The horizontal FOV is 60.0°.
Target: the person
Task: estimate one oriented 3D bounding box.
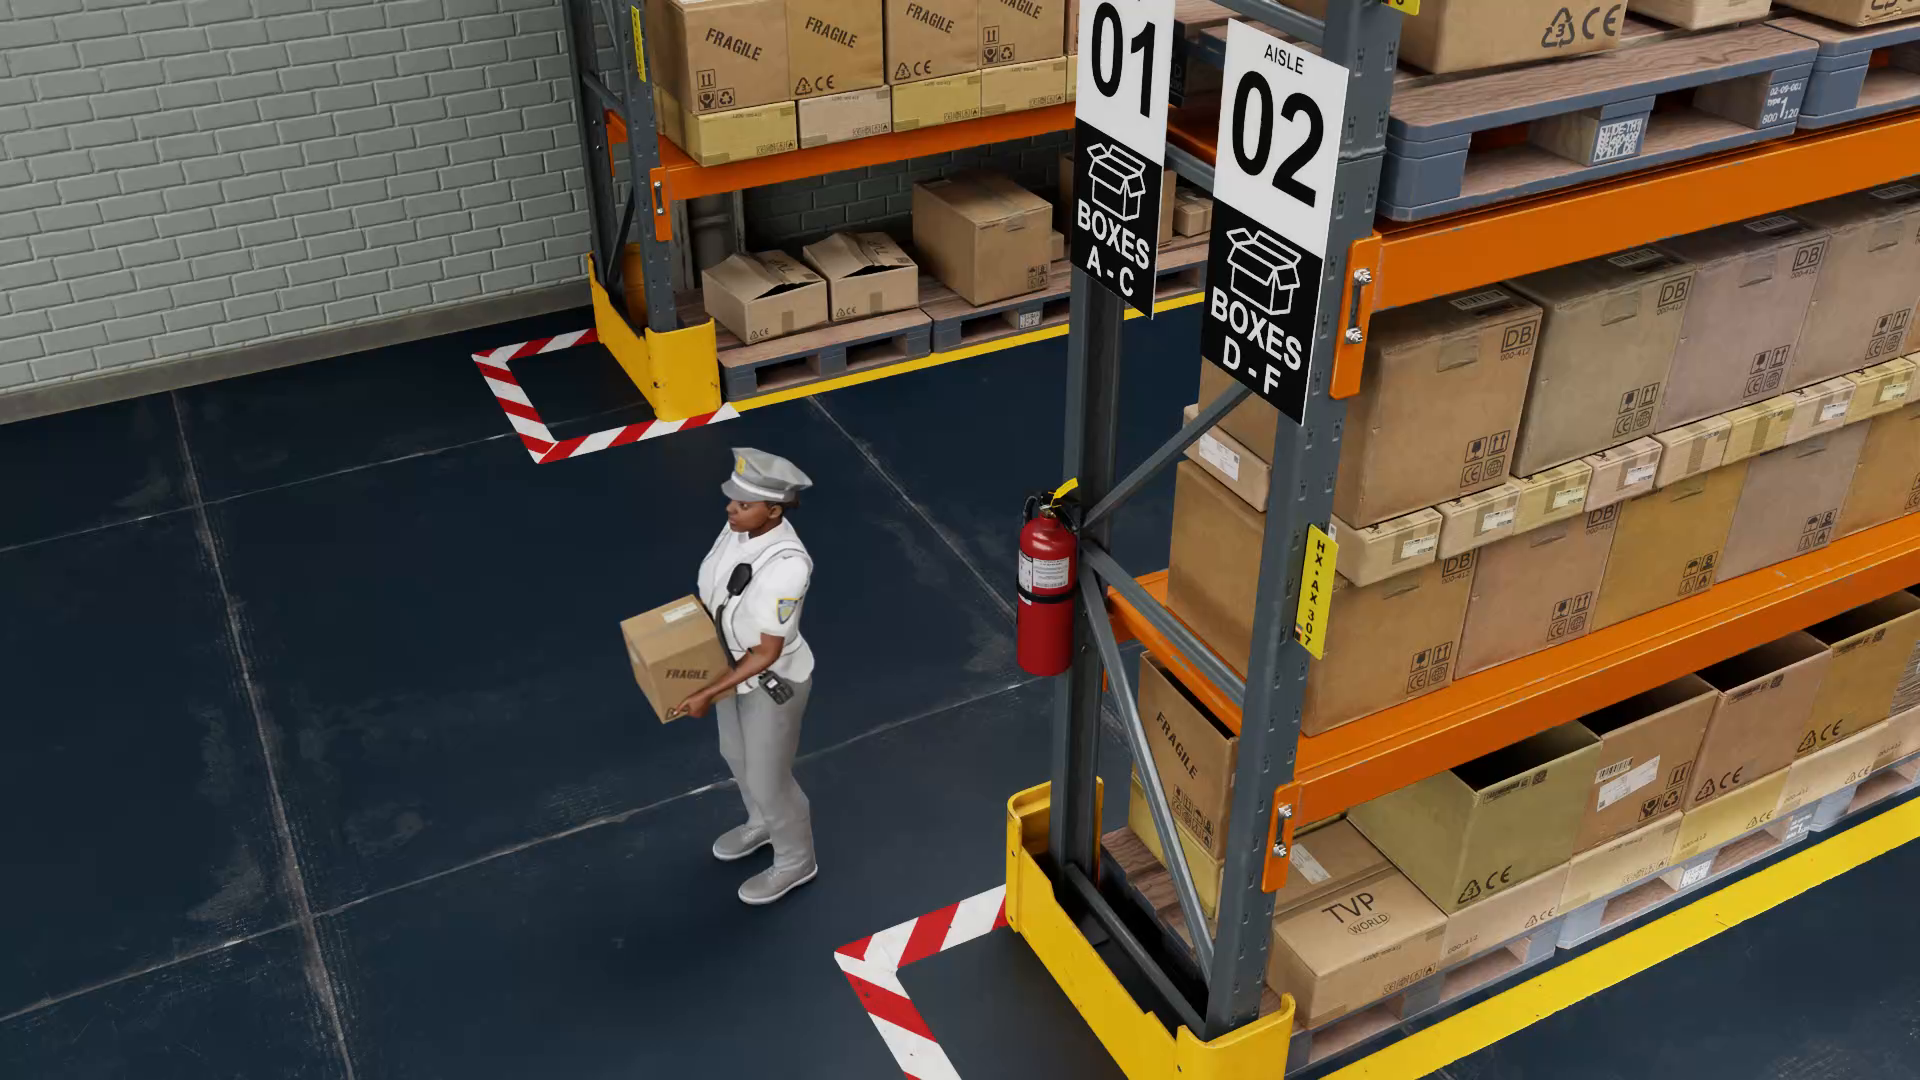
[{"bbox_3d":[-0.721,0.455,5.420,0.535,1.688,0.450,-17,37,-24],"label":"person"}]
